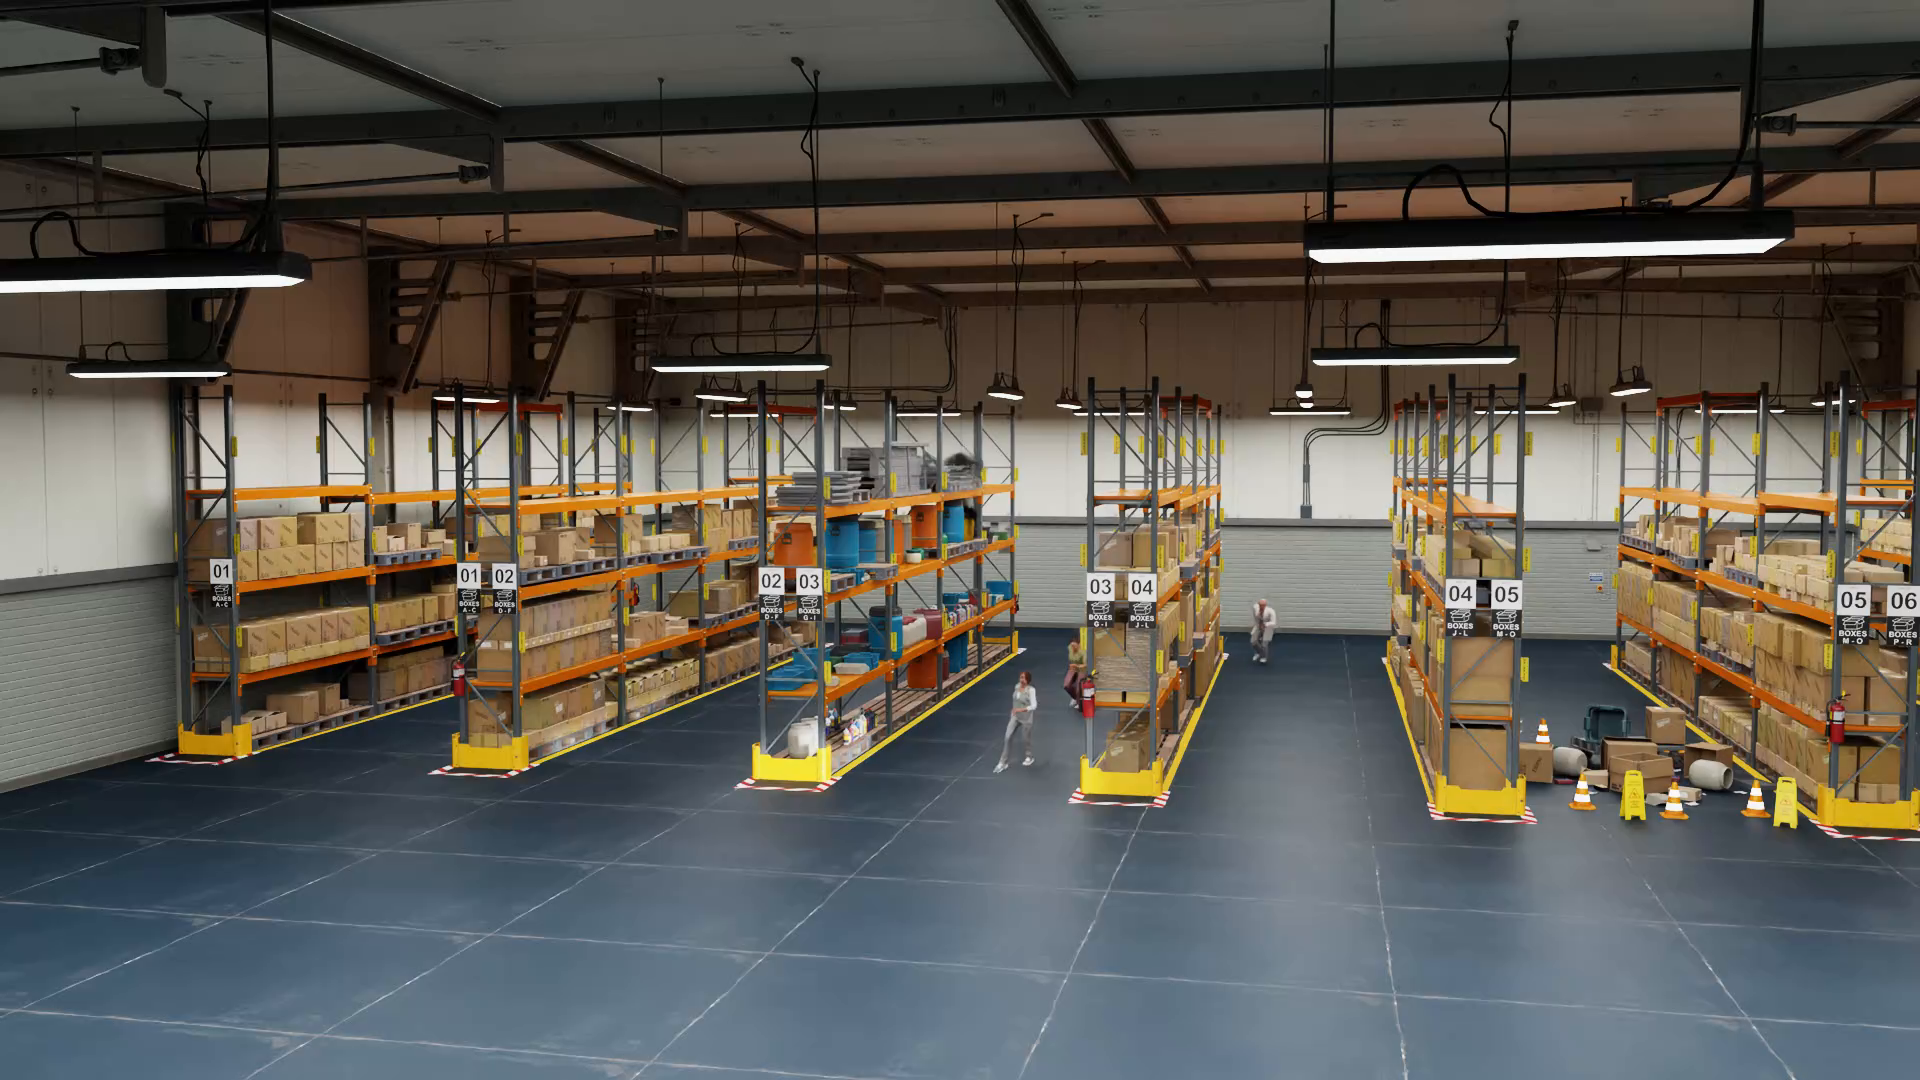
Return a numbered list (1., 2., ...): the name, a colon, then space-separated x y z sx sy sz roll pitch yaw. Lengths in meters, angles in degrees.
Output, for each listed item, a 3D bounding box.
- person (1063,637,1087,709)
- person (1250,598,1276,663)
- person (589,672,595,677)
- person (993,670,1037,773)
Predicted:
1. person: 2.221 2.515 31.402 0.581 1.435 0.933 2 4 28
2. person: 6.948 2.085 38.173 0.724 1.540 1.044 2 4 29
3. person: -7.426 2.302 33.049 0.598 1.723 0.955 0 3 7
4. person: 0.965 2.762 25.533 0.587 1.570 0.813 2 4 34
